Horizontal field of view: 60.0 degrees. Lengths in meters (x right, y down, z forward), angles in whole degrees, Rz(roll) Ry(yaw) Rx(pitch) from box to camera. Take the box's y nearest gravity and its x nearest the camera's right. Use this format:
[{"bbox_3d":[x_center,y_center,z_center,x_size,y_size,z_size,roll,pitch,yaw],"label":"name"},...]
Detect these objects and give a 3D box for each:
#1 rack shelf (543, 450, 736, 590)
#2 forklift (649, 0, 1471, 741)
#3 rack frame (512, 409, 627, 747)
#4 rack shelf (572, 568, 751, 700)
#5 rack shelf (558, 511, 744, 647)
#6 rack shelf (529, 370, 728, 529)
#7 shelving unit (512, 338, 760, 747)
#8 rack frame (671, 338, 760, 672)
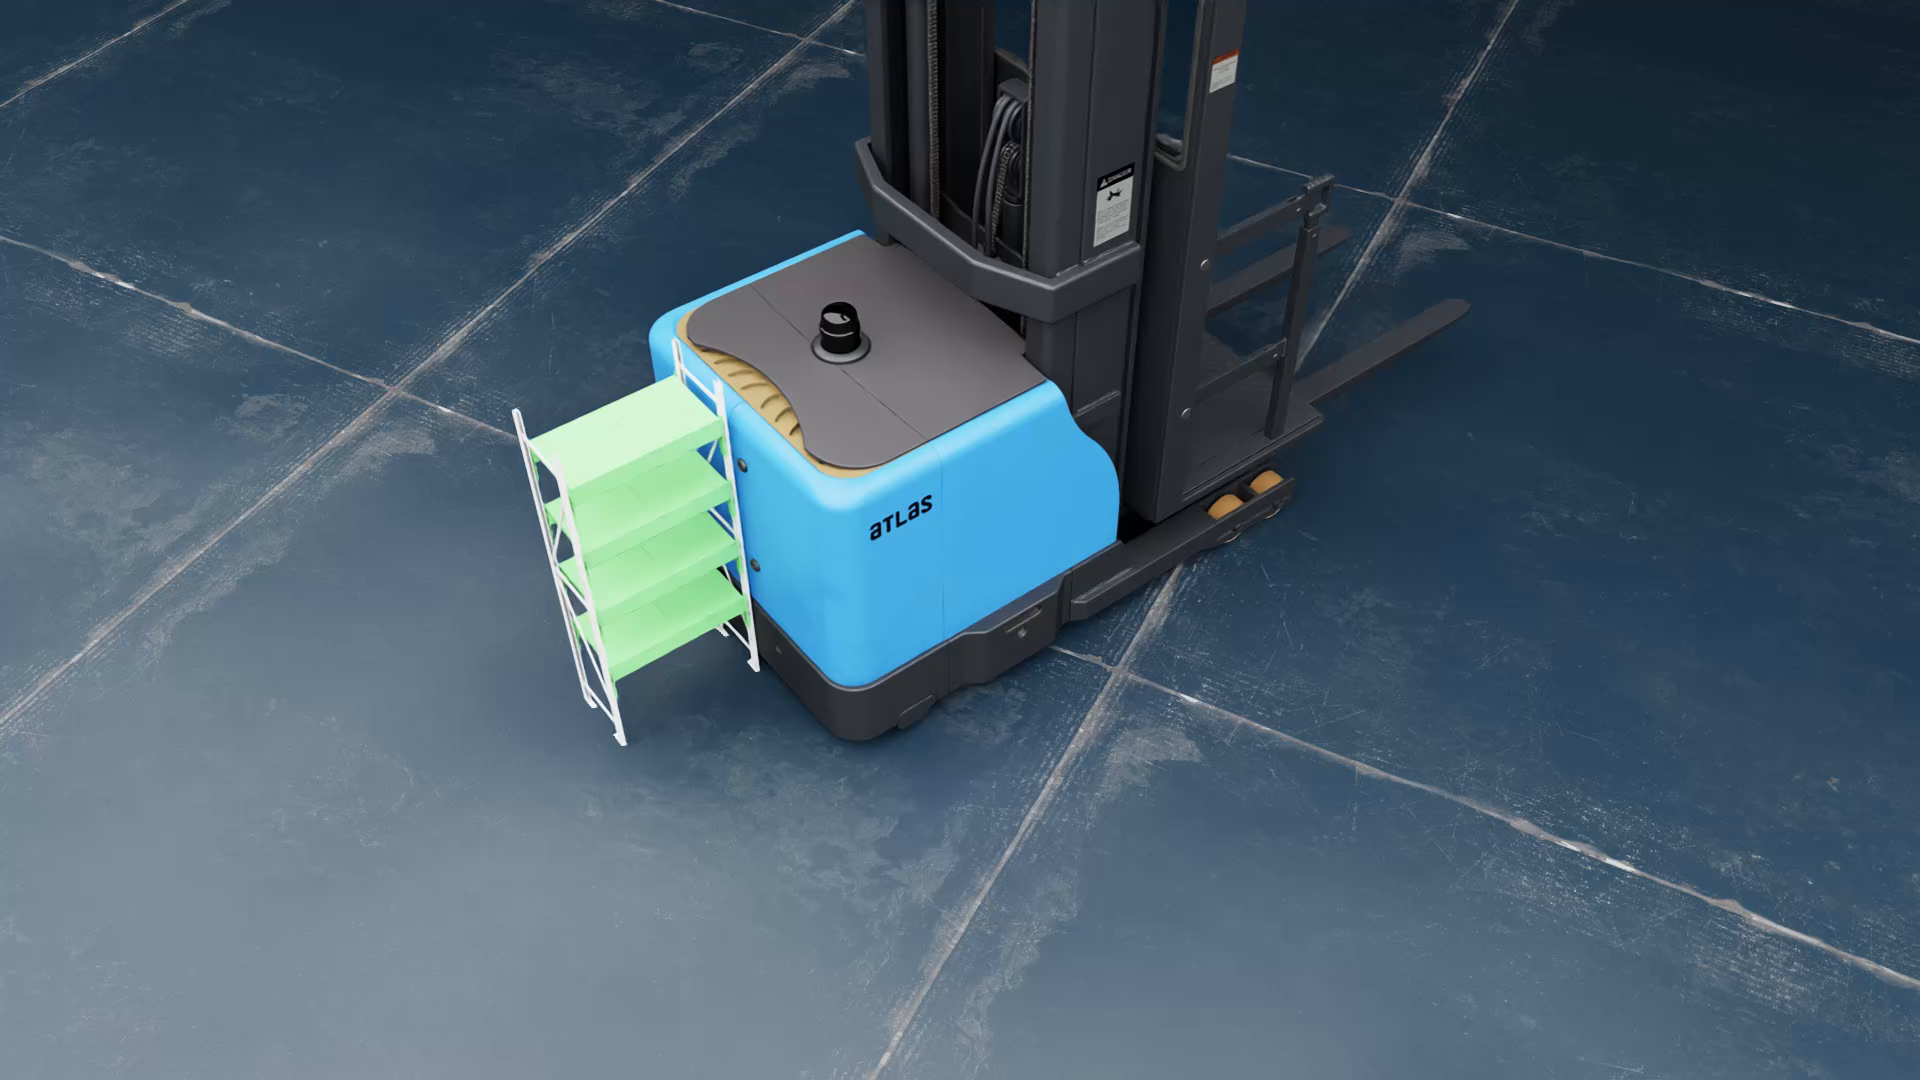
[{"bbox_3d":[-0.914,-0.086,4.743,0.480,0.148,0.258,-29,52,-26],"label":"rack shelf"},{"bbox_3d":[0.543,-1.293,4.967,3.031,2.935,1.130,-29,52,-26],"label":"forklift"},{"bbox_3d":[-1.107,0.145,4.764,0.015,1.200,0.240,-29,52,-26],"label":"rack frame"},{"bbox_3d":[-0.914,0.252,5.085,0.480,0.148,0.258,-29,52,-26],"label":"rack shelf"},{"bbox_3d":[-0.914,0.083,4.914,0.480,0.148,0.258,-29,52,-26],"label":"rack shelf"},{"bbox_3d":[-0.914,-0.254,4.573,0.480,0.148,0.258,-29,52,-26],"label":"rack shelf"},{"bbox_3d":[-0.914,0.038,4.869,0.503,1.200,0.258,-29,52,-26],"label":"shelving unit"},{"bbox_3d":[-0.721,-0.068,4.974,0.015,1.200,0.240,-29,52,-26],"label":"rack frame"}]
